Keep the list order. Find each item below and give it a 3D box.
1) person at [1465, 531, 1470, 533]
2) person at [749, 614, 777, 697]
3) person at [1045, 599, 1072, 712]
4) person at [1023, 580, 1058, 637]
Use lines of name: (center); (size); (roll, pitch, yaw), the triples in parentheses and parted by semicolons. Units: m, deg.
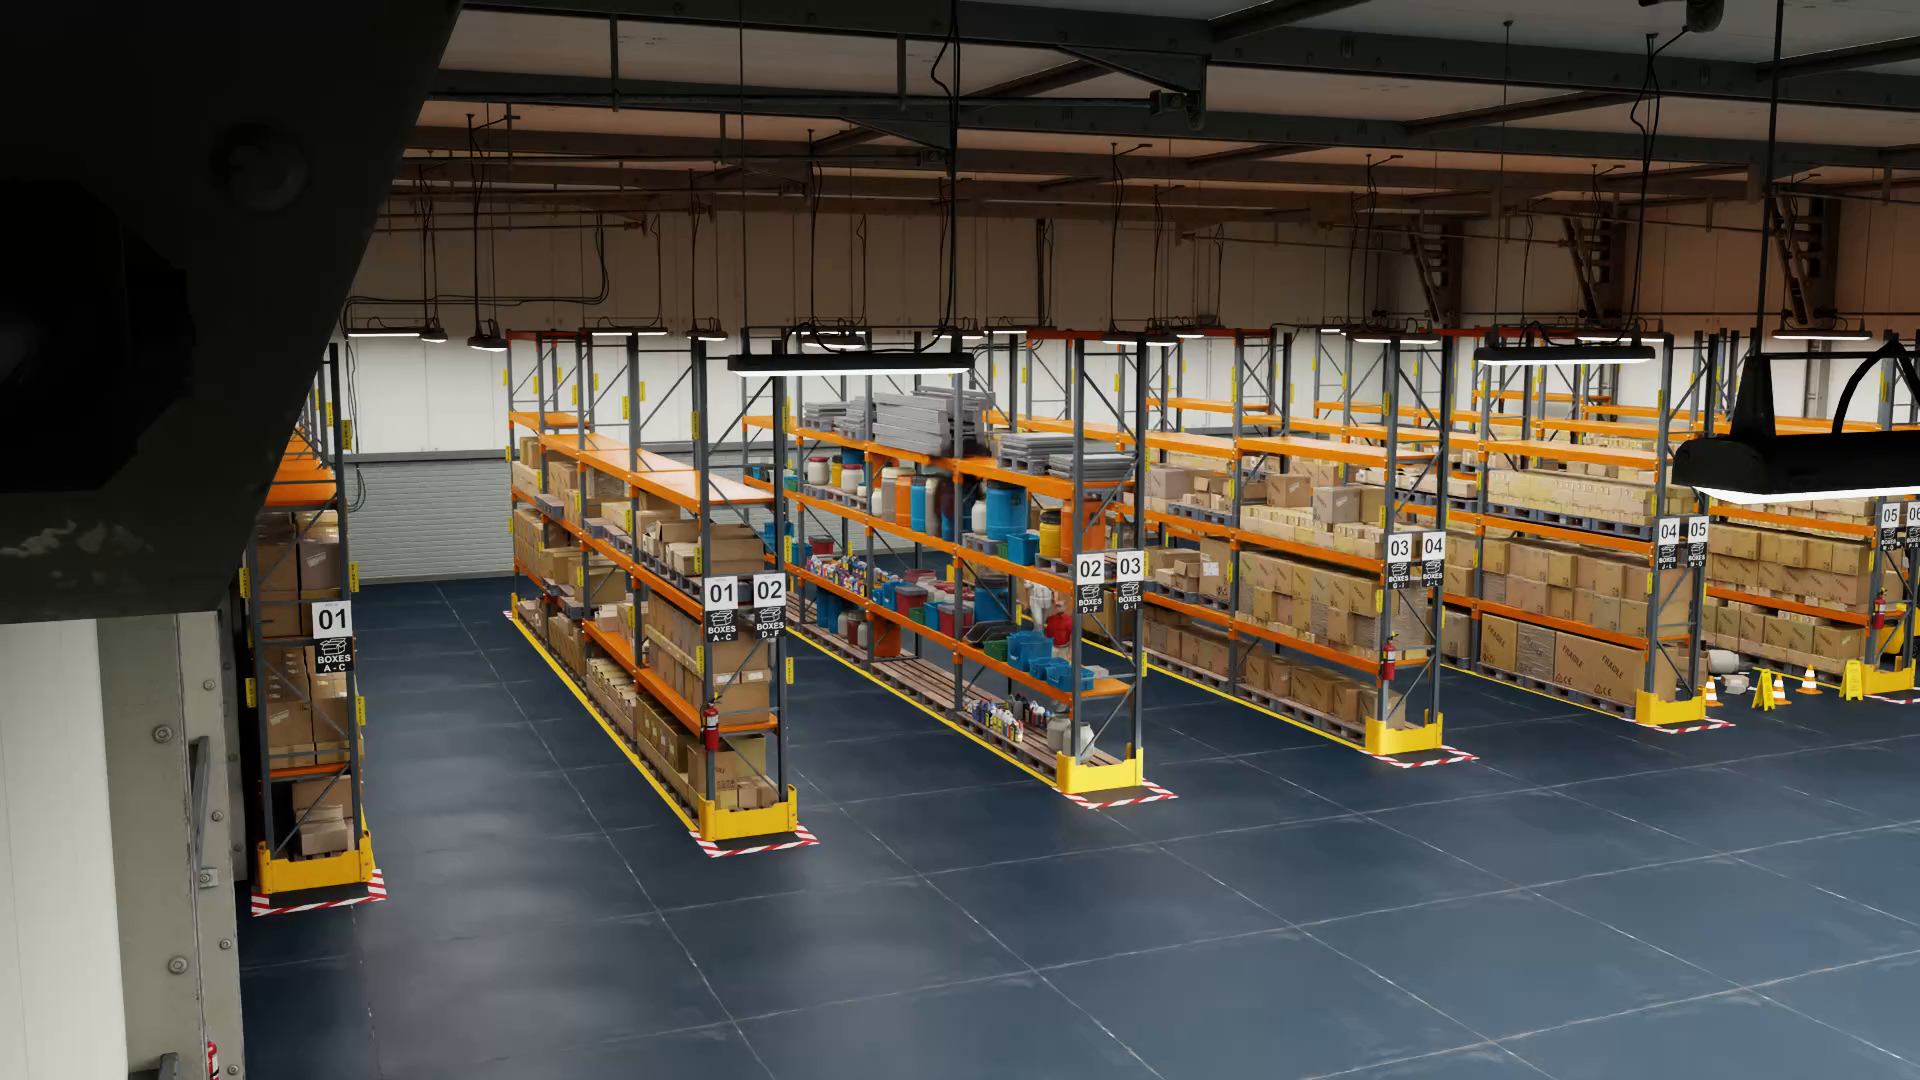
person: (10.557, 0.703, 34.935); (0.489, 1.790, 0.611); (2, 8, 12)
person: (-3.248, 1.729, 27.861); (0.643, 1.697, 0.746); (-2, 8, -17)
person: (1.568, 1.832, 26.596); (0.559, 1.742, 0.535); (4, 9, 27)
person: (1.551, 1.233, 31.312); (0.570, 1.769, 0.995); (-3, 8, -22)
